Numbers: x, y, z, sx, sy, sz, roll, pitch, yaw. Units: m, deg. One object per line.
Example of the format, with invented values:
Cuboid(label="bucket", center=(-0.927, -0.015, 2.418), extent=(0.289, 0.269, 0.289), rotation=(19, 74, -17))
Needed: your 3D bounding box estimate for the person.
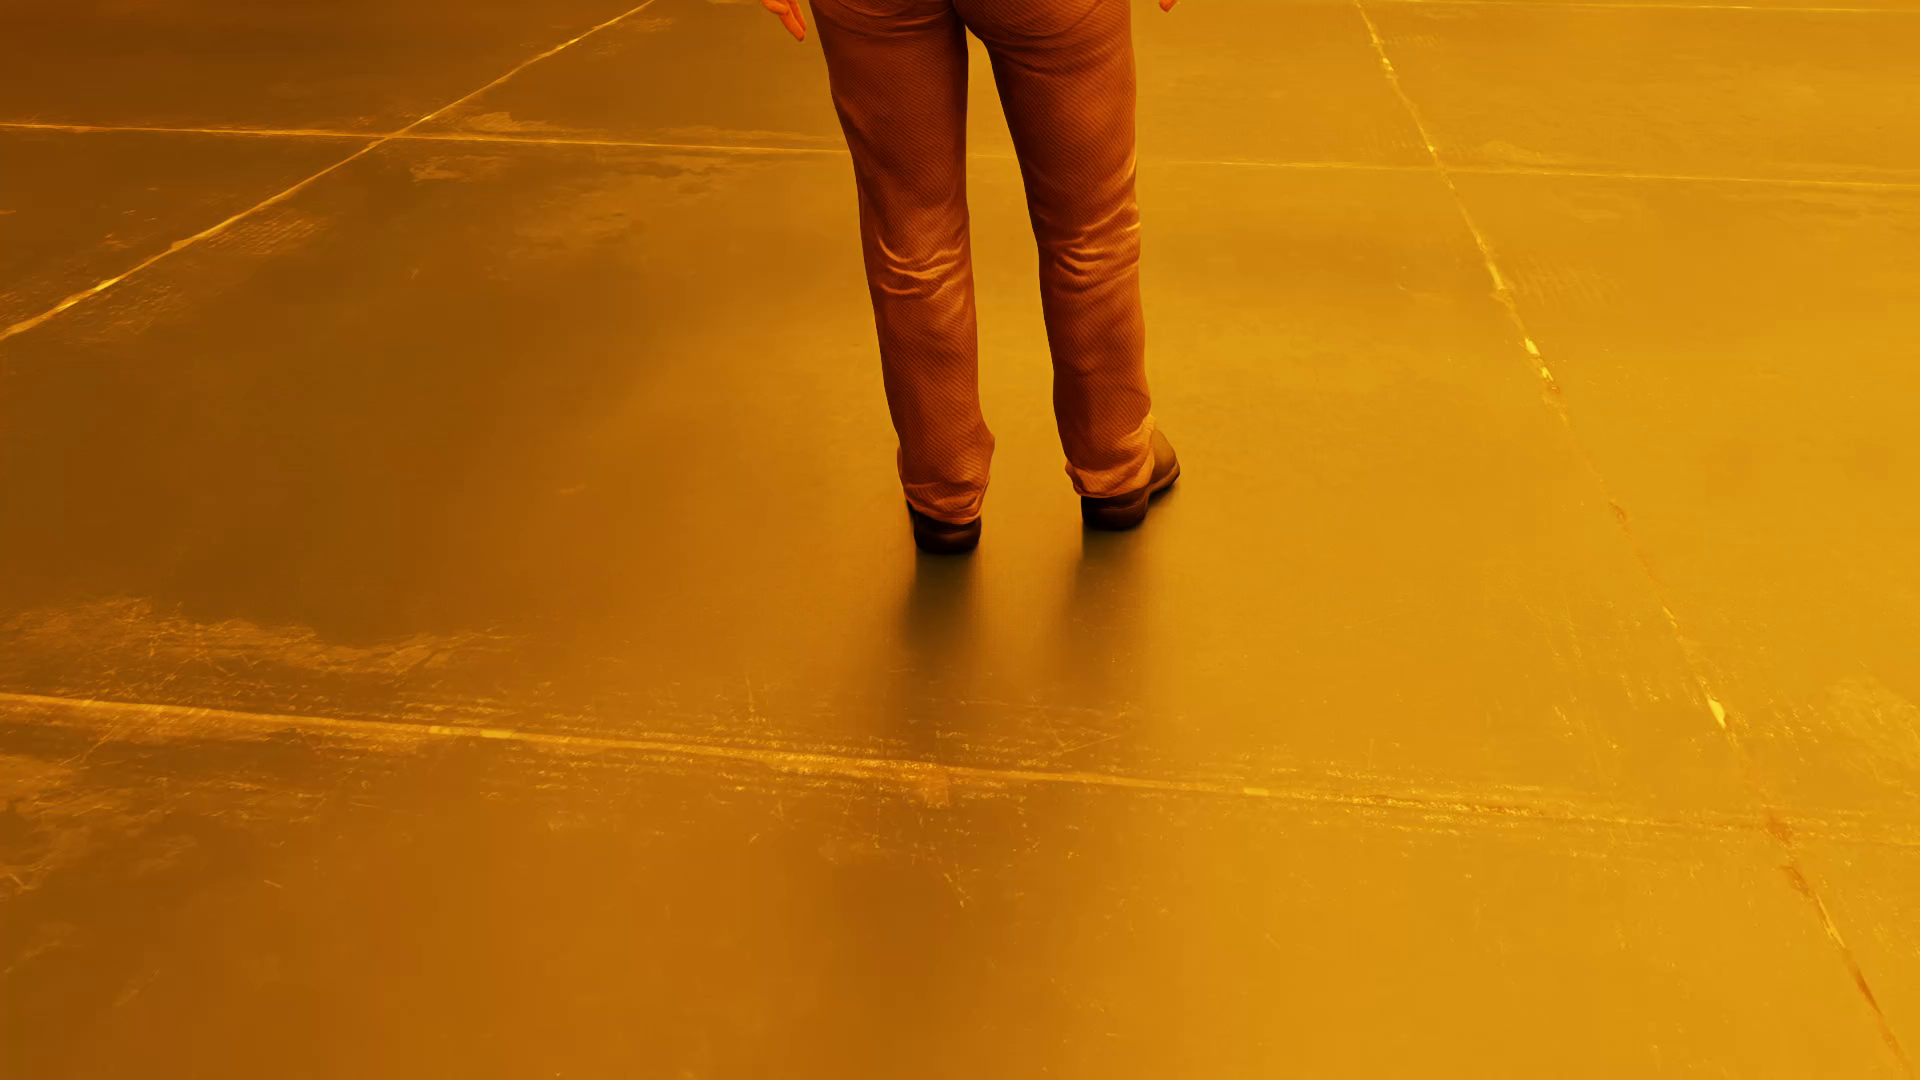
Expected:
Cuboid(label="person", center=(0.016, -0.804, 2.166), extent=(0.632, 1.720, 0.568), rotation=(3, 27, 7))
